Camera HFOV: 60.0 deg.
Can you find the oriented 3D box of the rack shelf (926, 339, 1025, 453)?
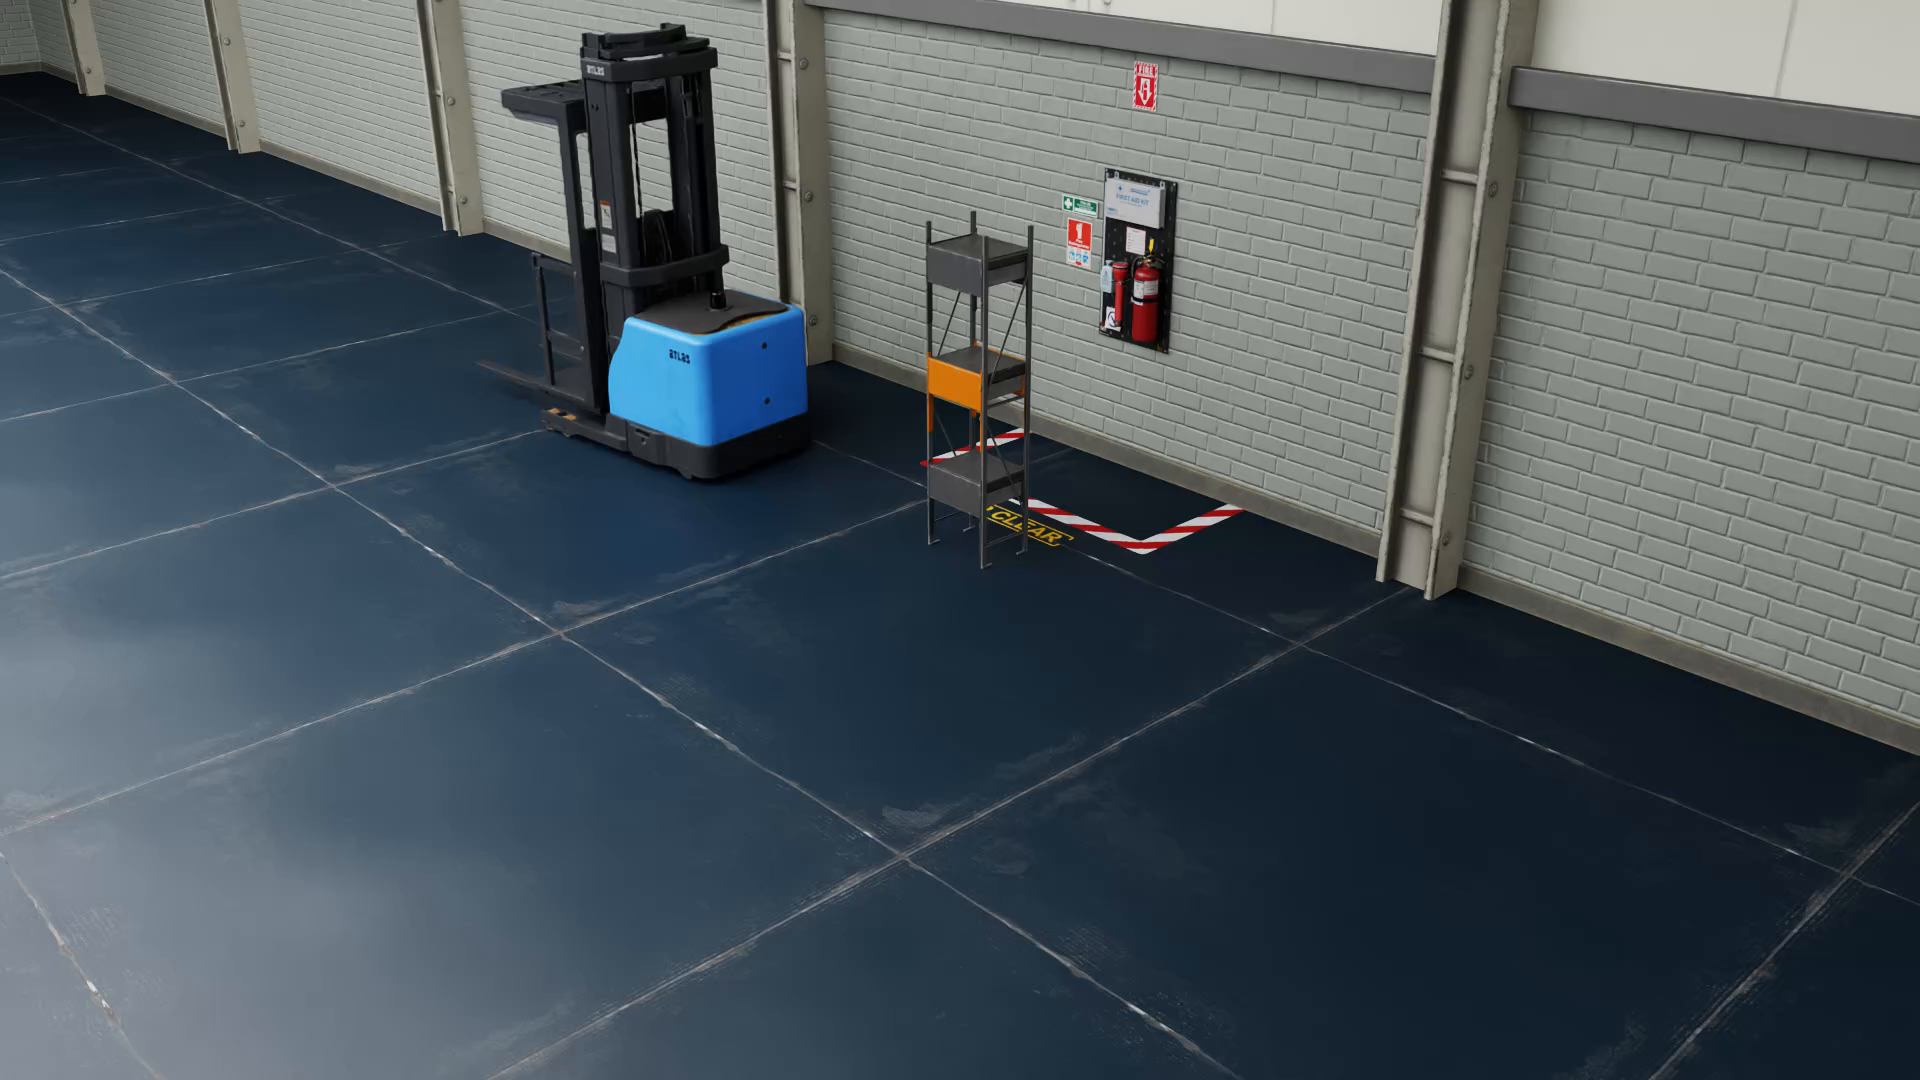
[{"bbox_3d":[0.113,-0.893,10.210,0.431,0.518,0.480,-21,32,-38],"label":"rack shelf"}]

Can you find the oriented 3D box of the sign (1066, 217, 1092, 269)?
[{"bbox_3d":[0.834,-2.078,11.647,0.001,0.329,0.234,-21,32,-38],"label":"sign"}]

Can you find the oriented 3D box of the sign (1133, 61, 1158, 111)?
[{"bbox_3d":[1.204,-2.950,10.810,0.001,0.298,0.199,-21,32,-38],"label":"sign"}]

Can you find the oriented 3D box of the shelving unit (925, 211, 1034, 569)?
[{"bbox_3d":[0.113,-0.905,10.204,0.431,2.100,0.503,-21,32,-38],"label":"shelving unit"}]

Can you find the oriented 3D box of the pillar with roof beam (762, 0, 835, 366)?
[{"bbox_3d":[-4.445,-4.431,9.621,9.100,9.000,0.400,-21,32,-38],"label":"pillar with roof beam"}]

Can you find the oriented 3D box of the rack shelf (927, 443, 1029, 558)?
[{"bbox_3d":[0.113,-0.256,10.500,0.431,0.518,0.480,-21,32,-38],"label":"rack shelf"}]

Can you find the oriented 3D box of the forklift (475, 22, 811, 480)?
[{"bbox_3d":[-2.530,-2.249,12.149,3.031,2.935,1.130,20,31,37],"label":"forklift"}]

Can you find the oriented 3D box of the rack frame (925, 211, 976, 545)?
[{"bbox_3d":[-0.054,-0.979,10.366,0.400,2.100,0.015,-21,32,-38],"label":"rack frame"}]

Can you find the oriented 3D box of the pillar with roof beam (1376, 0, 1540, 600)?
[{"bbox_3d":[-0.344,-2.613,5.636,9.100,9.000,0.400,-21,32,-38],"label":"pillar with roof beam"}]

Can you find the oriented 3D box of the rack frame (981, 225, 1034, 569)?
[{"bbox_3d":[0.280,-0.831,10.042,0.400,2.100,0.015,-21,32,-38],"label":"rack frame"}]

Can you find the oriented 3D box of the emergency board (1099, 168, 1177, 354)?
[{"bbox_3d":[1.137,-1.865,11.224,0.194,1.169,0.643,-21,32,-38],"label":"emergency board"}]

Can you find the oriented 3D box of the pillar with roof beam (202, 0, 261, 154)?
[{"bbox_3d":[-12.647,-8.067,17.590,9.100,9.000,0.400,-21,32,-38],"label":"pillar with roof beam"}]

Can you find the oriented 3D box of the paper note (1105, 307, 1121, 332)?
[{"bbox_3d":[1.066,-1.537,11.567,0.016,0.148,0.142,-21,32,-38],"label":"paper note"}]

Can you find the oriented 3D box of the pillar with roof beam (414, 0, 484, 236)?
[{"bbox_3d":[-8.546,-6.249,13.606,9.100,9.000,0.400,-21,32,-38],"label":"pillar with roof beam"}]

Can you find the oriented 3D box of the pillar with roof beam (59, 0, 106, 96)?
[{"bbox_3d":[-16.748,-9.885,21.575,9.100,9.000,0.400,-21,32,-38],"label":"pillar with roof beam"}]

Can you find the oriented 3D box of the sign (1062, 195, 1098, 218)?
[{"bbox_3d":[0.831,-2.315,11.529,0.001,0.109,0.331,-21,32,-38],"label":"sign"}]

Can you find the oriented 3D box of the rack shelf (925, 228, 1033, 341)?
[{"bbox_3d":[0.113,-1.530,9.919,0.431,0.518,0.480,-21,32,-38],"label":"rack shelf"}]
